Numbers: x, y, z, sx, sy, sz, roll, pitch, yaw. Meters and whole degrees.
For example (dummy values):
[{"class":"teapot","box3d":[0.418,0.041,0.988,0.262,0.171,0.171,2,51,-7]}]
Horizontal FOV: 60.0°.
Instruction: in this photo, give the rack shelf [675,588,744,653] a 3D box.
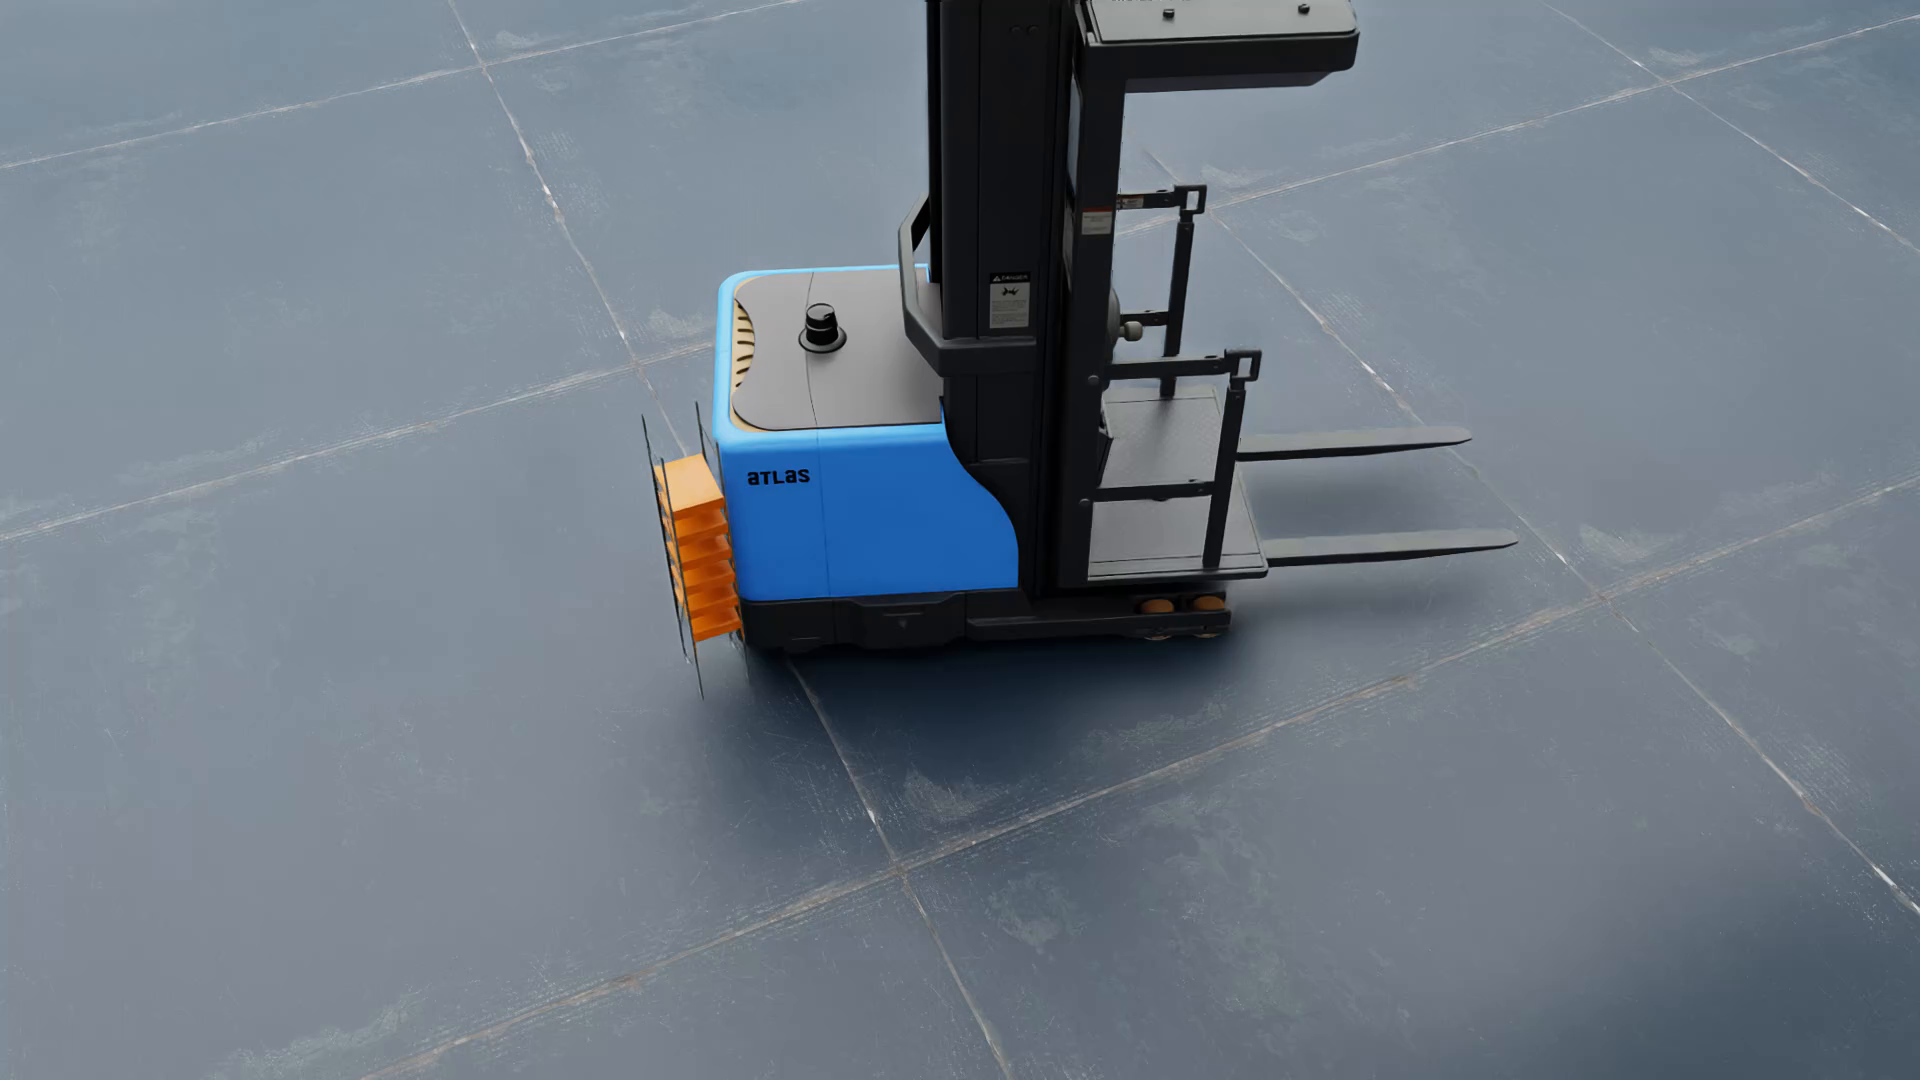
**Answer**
[{"class":"rack shelf","box3d":[-0.913,0.264,6.033,0.180,0.103,0.258,-17,47,-17]}]

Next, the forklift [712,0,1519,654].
[{"class":"forklift","box3d":[0.625,-1.029,5.707,3.031,2.935,1.130,-3,45,-3]}]

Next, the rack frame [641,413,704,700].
[{"class":"rack frame","box3d":[-0.997,0.087,5.807,0.006,1.200,0.240,-17,47,-17]}]

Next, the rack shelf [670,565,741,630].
[{"class":"rack shelf","box3d":[-0.914,0.178,5.949,0.180,0.103,0.258,-17,47,-17]}]

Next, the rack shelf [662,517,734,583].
[{"class":"rack shelf","box3d":[-0.914,0.008,5.780,0.180,0.103,0.258,-17,47,-17]}]

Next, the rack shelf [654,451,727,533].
[{"class":"rack shelf","box3d":[-0.914,-0.163,5.612,0.180,0.103,0.258,-17,47,-17]}]

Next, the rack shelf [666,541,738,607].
[{"class":"rack shelf","box3d":[-0.914,0.093,5.864,0.180,0.103,0.258,-17,47,-17]}]

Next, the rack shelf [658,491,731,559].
[{"class":"rack shelf","box3d":[-0.914,-0.078,5.696,0.180,0.103,0.258,-17,47,-17]}]

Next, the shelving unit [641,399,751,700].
[{"class":"shelving unit","box3d":[-0.914,0.061,5.833,0.189,1.200,0.258,-17,47,-17]}]

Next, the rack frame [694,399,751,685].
[{"class":"rack frame","box3d":[-0.830,0.035,5.859,0.006,1.200,0.240,-17,47,-17]}]
